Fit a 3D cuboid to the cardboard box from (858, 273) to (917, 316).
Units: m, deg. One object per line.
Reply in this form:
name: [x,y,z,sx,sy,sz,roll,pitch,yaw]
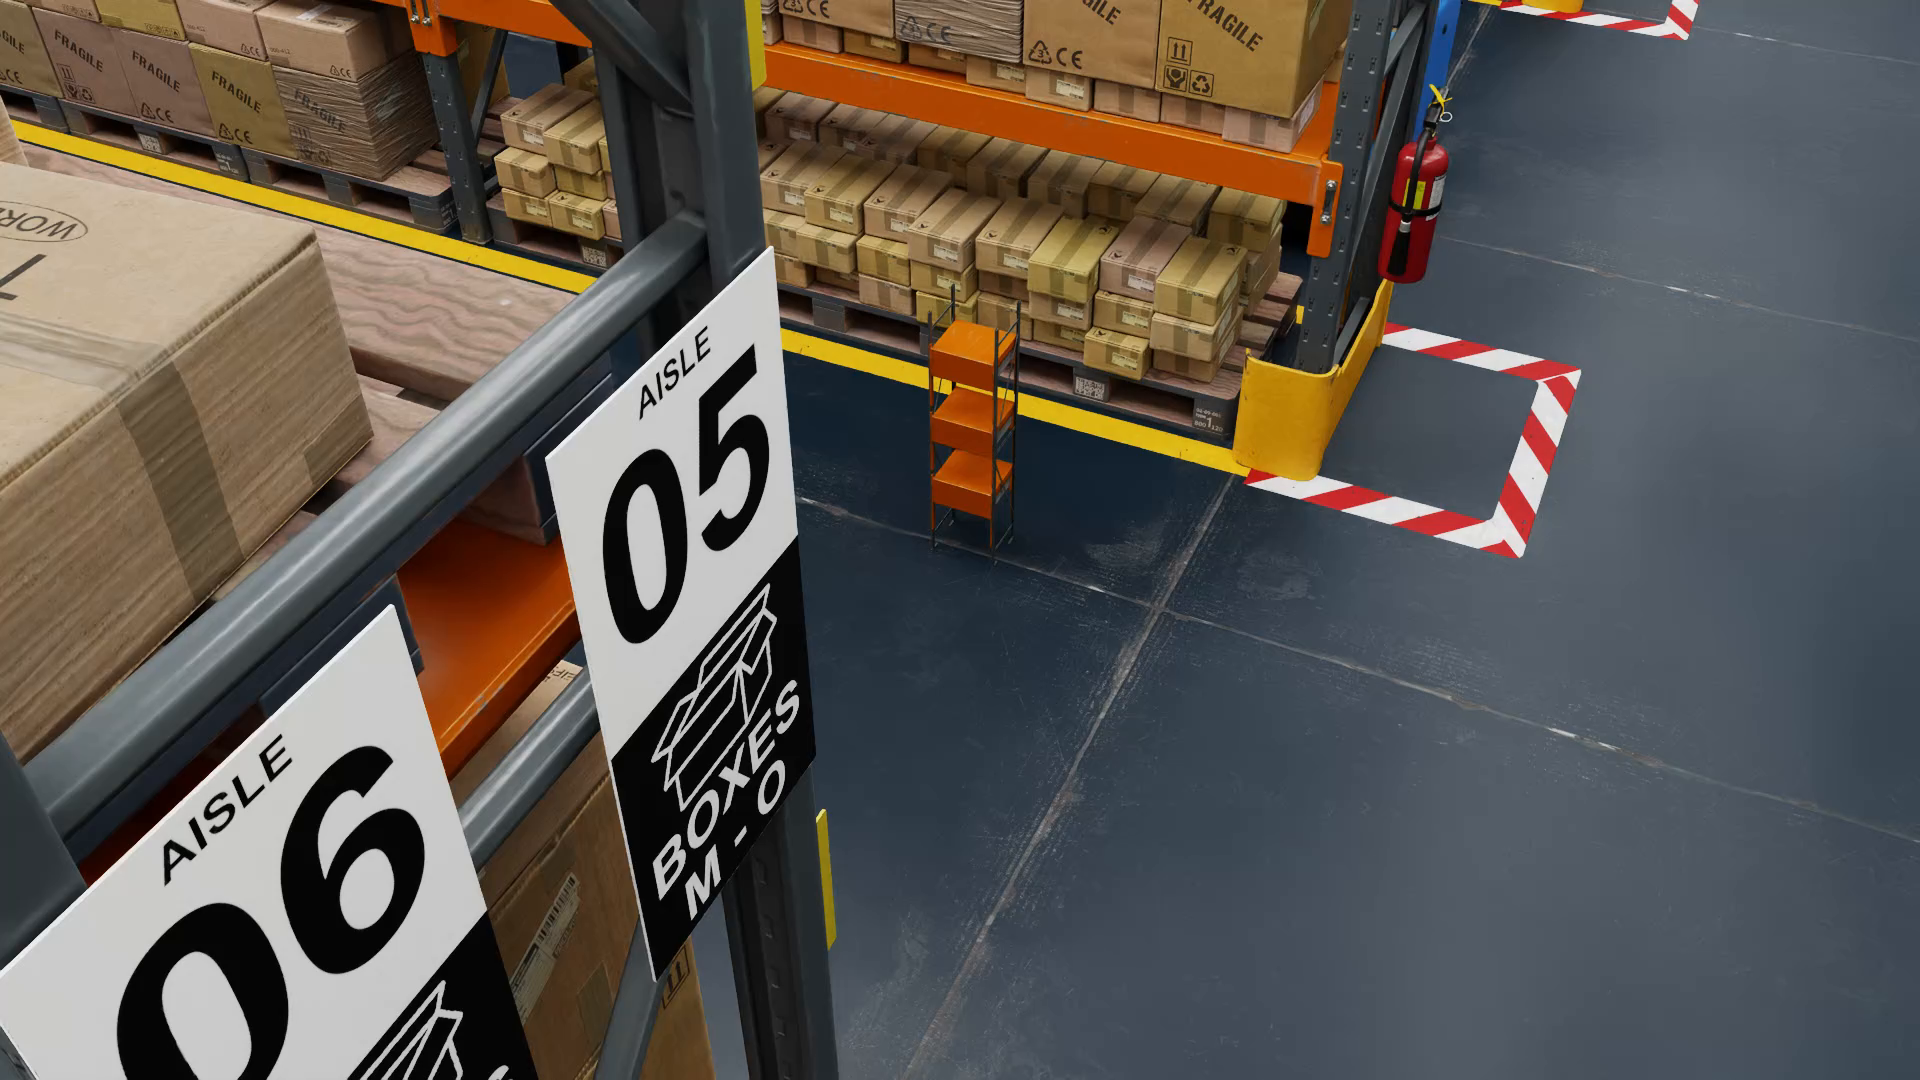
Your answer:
cardboard box: [-0.235,-1.142,7.134,0.250,0.149,0.380,18,44,19]

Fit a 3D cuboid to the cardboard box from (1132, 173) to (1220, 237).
cardboard box: [0.903,-1.380,6.954,0.250,0.149,0.380,18,44,19]

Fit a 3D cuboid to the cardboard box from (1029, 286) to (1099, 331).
cardboard box: [0.464,-1.035,6.783,0.250,0.149,0.380,15,43,17]

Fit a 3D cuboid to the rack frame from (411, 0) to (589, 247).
rack frame: [-2.090,-2.830,7.224,0.127,3.000,1.000,17,44,19]

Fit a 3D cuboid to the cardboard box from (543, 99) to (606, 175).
cardboard box: [-1.641,-1.806,7.445,0.250,0.149,0.380,19,44,21]

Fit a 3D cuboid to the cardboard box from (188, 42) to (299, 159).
cardboard box: [-3.332,-2.241,8.134,0.500,0.500,0.500,16,43,18]

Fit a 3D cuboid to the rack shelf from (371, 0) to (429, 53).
rack shelf: [-3.902,-3.112,8.099,4.000,0.370,1.077,17,44,19]

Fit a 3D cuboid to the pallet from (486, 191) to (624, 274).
pallet: [-1.466,-1.611,7.947,1.213,0.211,1.003,17,44,19]

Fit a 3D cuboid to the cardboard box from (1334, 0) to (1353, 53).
cardboard box: [1.245,-2.160,6.149,0.500,0.500,0.500,19,44,21]

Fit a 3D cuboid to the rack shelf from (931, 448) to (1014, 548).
rack shelf: [0.048,-0.164,6.078,0.240,0.259,0.215,17,44,19]

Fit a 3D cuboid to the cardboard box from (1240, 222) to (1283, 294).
cardboard box: [1.169,-1.213,6.988,0.250,0.149,0.380,19,44,20]

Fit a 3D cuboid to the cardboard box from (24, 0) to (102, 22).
cardboard box: [-4.290,-2.815,8.223,0.500,0.250,0.500,17,44,19]

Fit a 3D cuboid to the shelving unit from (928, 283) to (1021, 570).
shelving unit: [0.048,-0.382,5.889,0.252,1.050,0.215,17,44,19]

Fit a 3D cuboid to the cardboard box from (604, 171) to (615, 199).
cardboard box: [-1.393,-1.670,7.516,0.250,0.149,0.380,17,44,18]

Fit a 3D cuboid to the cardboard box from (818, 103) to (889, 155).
cardboard box: [-0.444,-1.874,7.524,0.250,0.149,0.380,16,43,17]

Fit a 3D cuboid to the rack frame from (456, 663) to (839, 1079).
rack frame: [-0.466,1.244,2.524,0.127,3.000,1.000,17,44,19]

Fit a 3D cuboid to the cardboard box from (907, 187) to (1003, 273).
cardboard box: [-0.019,-1.275,6.833,0.250,0.149,0.380,19,44,20]

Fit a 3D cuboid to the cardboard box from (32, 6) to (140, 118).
cardboard box: [-4.257,-2.528,8.464,0.500,0.500,0.500,16,43,18]

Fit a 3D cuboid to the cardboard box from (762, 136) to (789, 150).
cardboard box: [-0.744,-1.807,7.673,0.250,0.149,0.380,18,44,20]

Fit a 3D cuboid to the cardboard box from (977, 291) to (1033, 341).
cardboard box: [0.262,-1.021,6.994,0.250,0.149,0.380,17,44,19]

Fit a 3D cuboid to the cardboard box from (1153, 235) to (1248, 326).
cardboard box: [0.948,-1.024,6.543,0.250,0.149,0.380,17,44,19]

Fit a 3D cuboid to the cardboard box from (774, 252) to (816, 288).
cardboard box: [-0.703,-1.284,7.298,0.250,0.149,0.380,16,43,17]

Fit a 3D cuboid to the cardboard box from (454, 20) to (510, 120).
cardboard box: [-2.647,-2.406,8.323,0.500,0.500,0.500,19,44,20]

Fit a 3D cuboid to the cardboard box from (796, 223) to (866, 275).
cardboard box: [-0.496,-1.313,7.103,0.250,0.149,0.380,17,44,19]

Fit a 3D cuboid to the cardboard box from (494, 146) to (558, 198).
cardboard box: [-1.897,-1.733,7.588,0.250,0.149,0.380,19,44,21]

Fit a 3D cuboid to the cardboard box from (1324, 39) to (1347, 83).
cardboard box: [1.380,-1.911,6.357,0.250,0.149,0.380,17,44,18]

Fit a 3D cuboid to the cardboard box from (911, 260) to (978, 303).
cardboard box: [-0.010,-1.171,6.940,0.250,0.149,0.380,18,44,19]

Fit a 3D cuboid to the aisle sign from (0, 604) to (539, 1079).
aisle sign: [-0.532,0.466,1.438,0.004,0.787,0.394,17,44,19]

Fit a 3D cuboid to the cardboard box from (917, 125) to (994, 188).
cardboard box: [0.003,-1.728,7.355,0.250,0.149,0.380,18,44,19]

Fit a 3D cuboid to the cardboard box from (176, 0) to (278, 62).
cardboard box: [-3.332,-2.534,7.898,0.500,0.250,0.500,19,44,21]

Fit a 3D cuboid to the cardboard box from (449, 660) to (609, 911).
cardboard box: [-0.671,0.321,2.255,0.250,0.149,0.380,18,44,20]

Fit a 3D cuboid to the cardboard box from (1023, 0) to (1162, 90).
cardboard box: [0.554,-1.989,5.952,0.500,0.500,0.500,16,44,18]

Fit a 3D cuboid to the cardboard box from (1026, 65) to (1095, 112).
cardboard box: [0.436,-1.758,6.180,0.250,0.149,0.380,18,44,20]

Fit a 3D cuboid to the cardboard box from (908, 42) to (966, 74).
cardboard box: [-0.010,-1.959,6.411,0.250,0.149,0.380,15,43,17]

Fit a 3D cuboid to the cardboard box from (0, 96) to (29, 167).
cardboard box: [-1.355,-0.429,1.959,0.250,0.149,0.380,19,44,20]

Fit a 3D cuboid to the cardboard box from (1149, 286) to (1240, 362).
cardboard box: [0.936,-0.893,6.618,0.250,0.149,0.380,16,43,18]

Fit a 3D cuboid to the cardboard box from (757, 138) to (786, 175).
cardboard box: [-0.949,-1.588,7.193,0.250,0.149,0.380,18,44,20]

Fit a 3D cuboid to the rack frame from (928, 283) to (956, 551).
rack frame: [-0.062,-0.416,5.928,0.008,1.050,0.200,17,44,19]

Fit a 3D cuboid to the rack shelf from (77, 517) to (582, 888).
rack shelf: [-2.279,-0.171,2.417,4.000,0.370,1.077,17,44,19]

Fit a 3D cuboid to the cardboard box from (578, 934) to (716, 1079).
cardboard box: [-0.780,0.903,2.842,0.500,0.500,0.500,17,44,18]

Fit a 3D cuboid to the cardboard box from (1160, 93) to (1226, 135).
cardboard box: [0.911,-1.641,6.045,0.250,0.149,0.380,17,44,19]

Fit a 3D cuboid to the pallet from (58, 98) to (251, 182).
pallet: [-3.906,-2.328,8.774,1.213,0.211,1.003,17,44,19]

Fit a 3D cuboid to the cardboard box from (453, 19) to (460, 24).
cardboard box: [-2.648,-2.689,8.077,0.500,0.250,0.500,15,43,17]

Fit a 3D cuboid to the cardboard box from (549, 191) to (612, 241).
cardboard box: [-1.655,-1.546,7.599,0.250,0.149,0.380,18,44,20]

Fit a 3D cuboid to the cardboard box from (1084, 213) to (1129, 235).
cardboard box: [0.685,-1.338,7.132,0.250,0.149,0.380,18,44,19]

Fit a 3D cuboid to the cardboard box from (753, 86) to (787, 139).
cardboard box: [-0.978,-1.962,7.625,0.250,0.149,0.380,18,44,20]

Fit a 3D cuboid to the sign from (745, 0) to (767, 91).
sign: [-0.226,-0.577,1.608,0.005,0.325,0.100,17,44,19]

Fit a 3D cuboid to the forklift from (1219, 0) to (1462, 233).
forklift: [0.814,-3.133,7.627,3.031,2.935,1.130,18,44,19]

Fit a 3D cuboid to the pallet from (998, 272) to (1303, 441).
pallet: [0.745,-0.935,7.168,1.213,0.211,1.003,17,44,19]

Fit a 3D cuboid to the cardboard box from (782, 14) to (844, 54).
cardboard box: [-0.495,-2.079,6.551,0.250,0.149,0.380,19,44,20]

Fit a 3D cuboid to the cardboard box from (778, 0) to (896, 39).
cardboard box: [-0.357,-2.268,6.273,0.500,0.500,0.500,19,44,21]

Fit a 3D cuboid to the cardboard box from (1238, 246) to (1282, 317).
cardboard box: [1.196,-1.138,7.129,0.250,0.149,0.380,18,44,19]

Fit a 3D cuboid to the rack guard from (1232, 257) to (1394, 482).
rack guard: [1.466,-0.798,6.789,0.348,0.500,1.175,17,44,19]

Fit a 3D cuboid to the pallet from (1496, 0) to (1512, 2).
pallet: [2.966,-3.759,10.426,1.213,0.211,1.003,17,44,19]

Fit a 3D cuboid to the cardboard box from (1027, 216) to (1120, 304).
cardboard box: [0.456,-1.124,6.659,0.250,0.149,0.380,16,43,18]

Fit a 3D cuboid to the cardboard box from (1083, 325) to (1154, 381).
cardboard box: [0.694,-0.836,6.781,0.250,0.149,0.380,18,44,20]

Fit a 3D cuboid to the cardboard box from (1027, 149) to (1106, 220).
cardboard box: [0.469,-1.545,7.144,0.250,0.149,0.380,15,43,17]

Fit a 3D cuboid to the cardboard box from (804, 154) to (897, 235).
cardboard box: [-0.460,-1.470,7.057,0.250,0.149,0.380,17,44,19]
